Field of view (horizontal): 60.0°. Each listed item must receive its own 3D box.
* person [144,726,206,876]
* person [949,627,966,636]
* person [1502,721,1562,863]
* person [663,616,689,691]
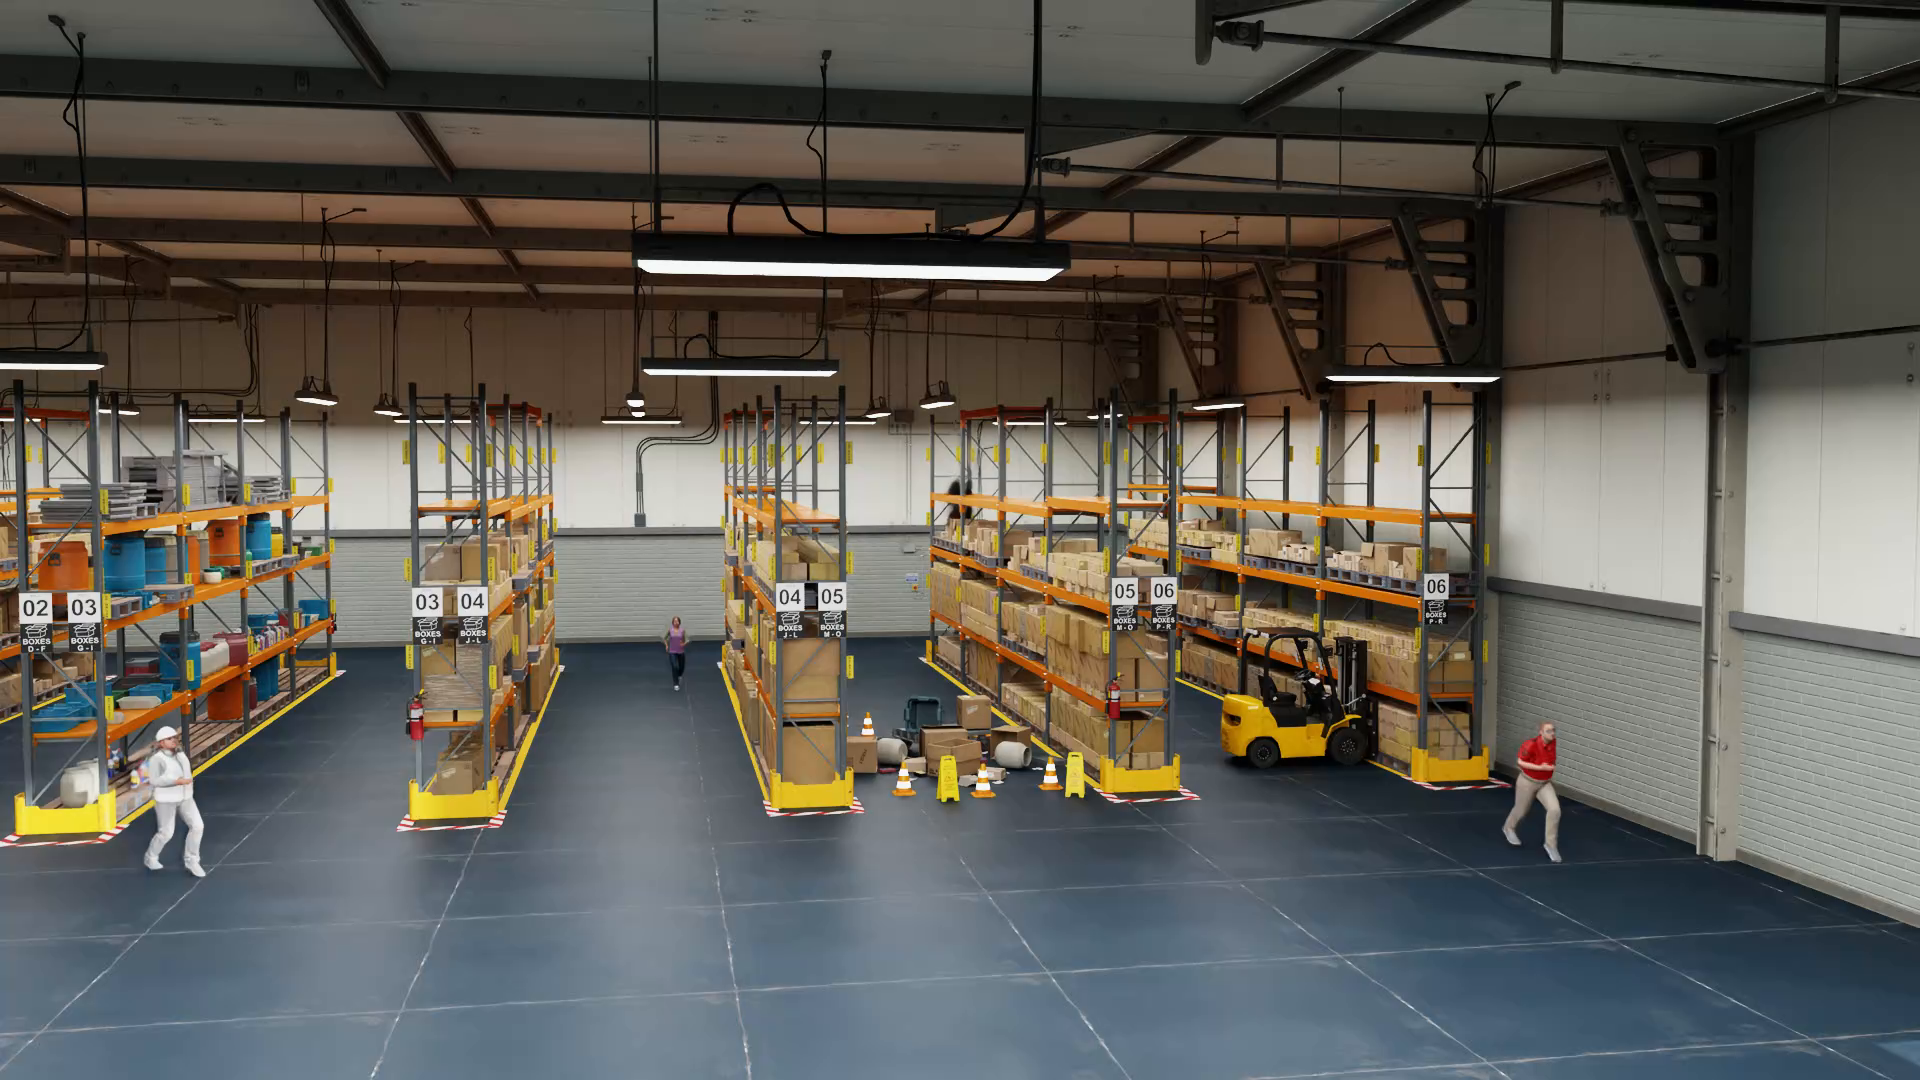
[{"bbox_3d":[-9.409,3.123,19.894,0.791,1.805,0.658,1,3,25],"label":"person"},{"bbox_3d":[0.071,2.045,41.551,0.676,1.790,0.724,1,3,14],"label":"person"},{"bbox_3d":[7.178,3.110,20.869,0.658,1.752,1.015,-1,3,-16],"label":"person"},{"bbox_3d":[-6.074,2.416,35.579,0.547,1.563,0.755,-1,3,-14],"label":"person"}]
